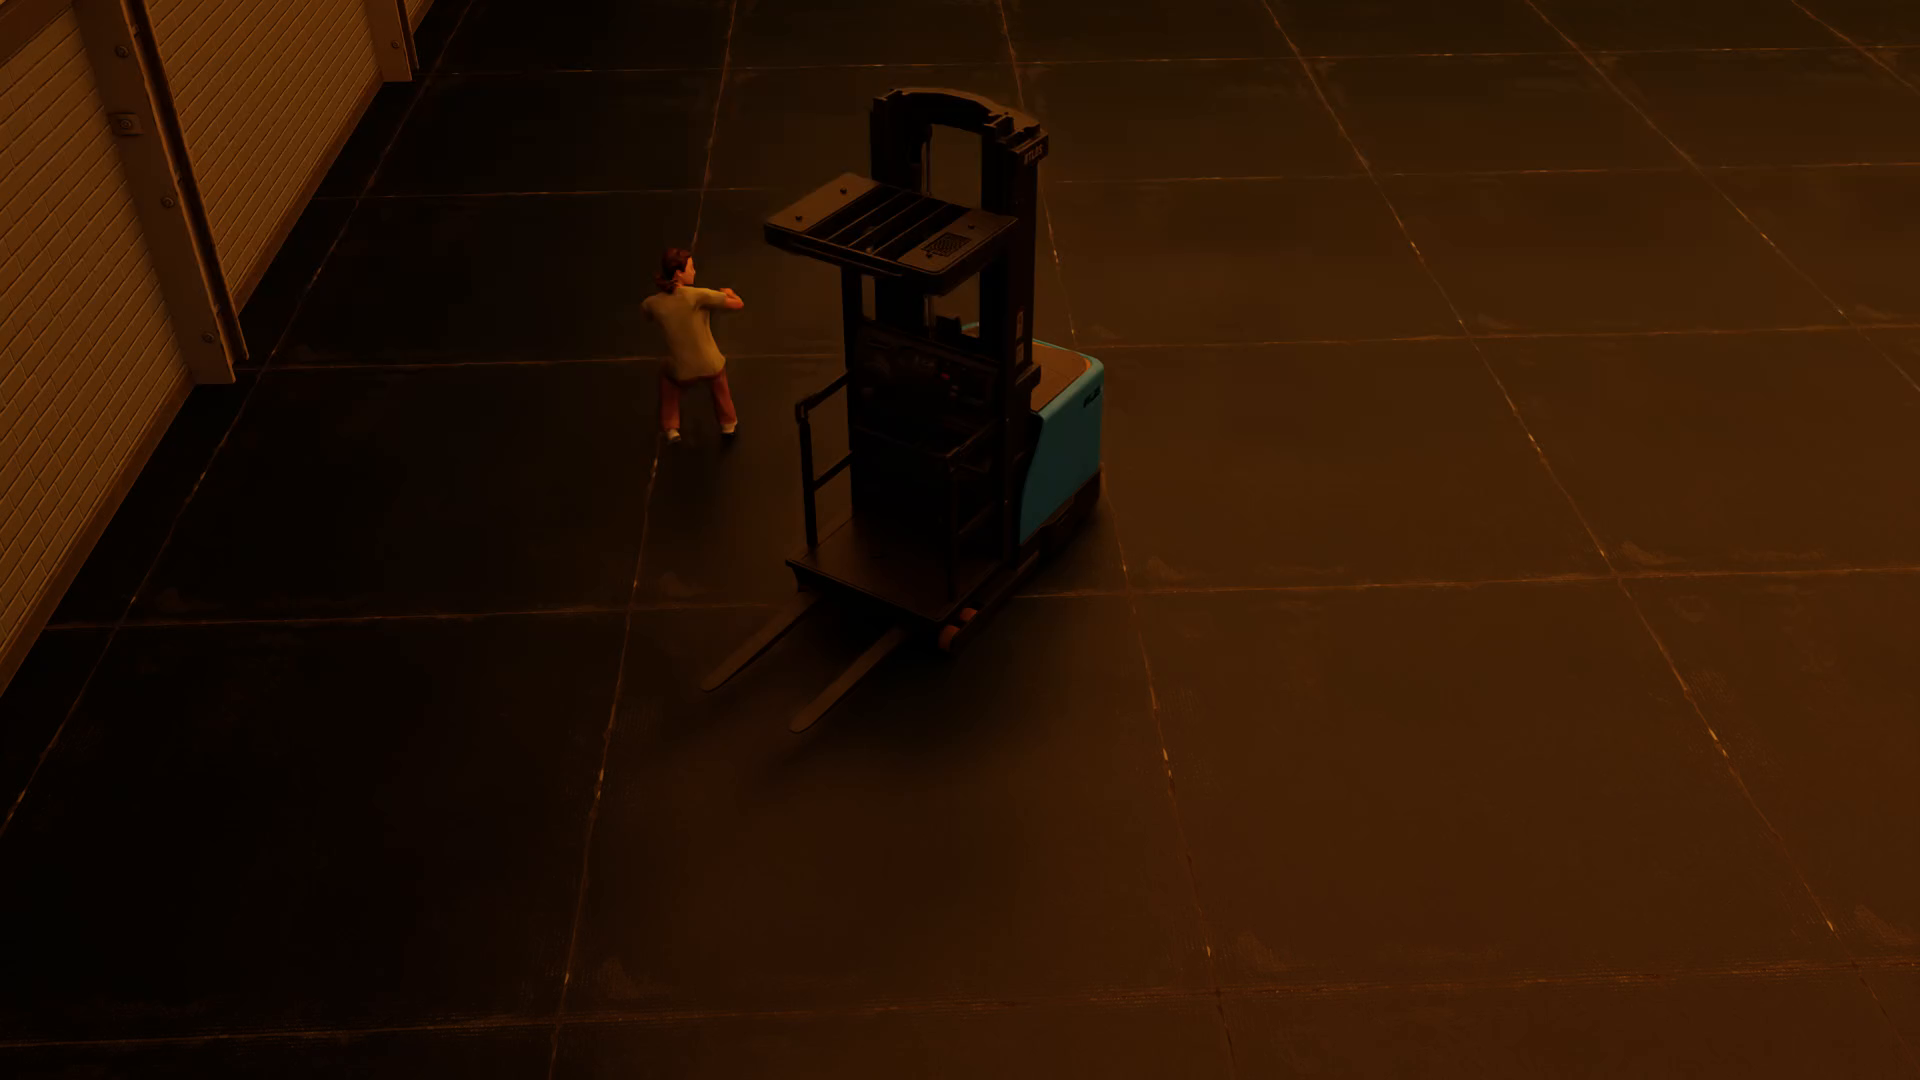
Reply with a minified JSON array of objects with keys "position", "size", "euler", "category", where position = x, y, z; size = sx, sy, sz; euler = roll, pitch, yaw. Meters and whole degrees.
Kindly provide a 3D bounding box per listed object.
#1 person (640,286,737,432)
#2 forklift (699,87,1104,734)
[{"position":[-1.803,-1.204,11.069],"size":[0.593,1.097,0.564],"euler":[-3,36,-5],"category":"person"},{"position":[-0.318,-0.844,9.169],"size":[1.130,2.935,3.031],"euler":[21,41,26],"category":"forklift"}]
